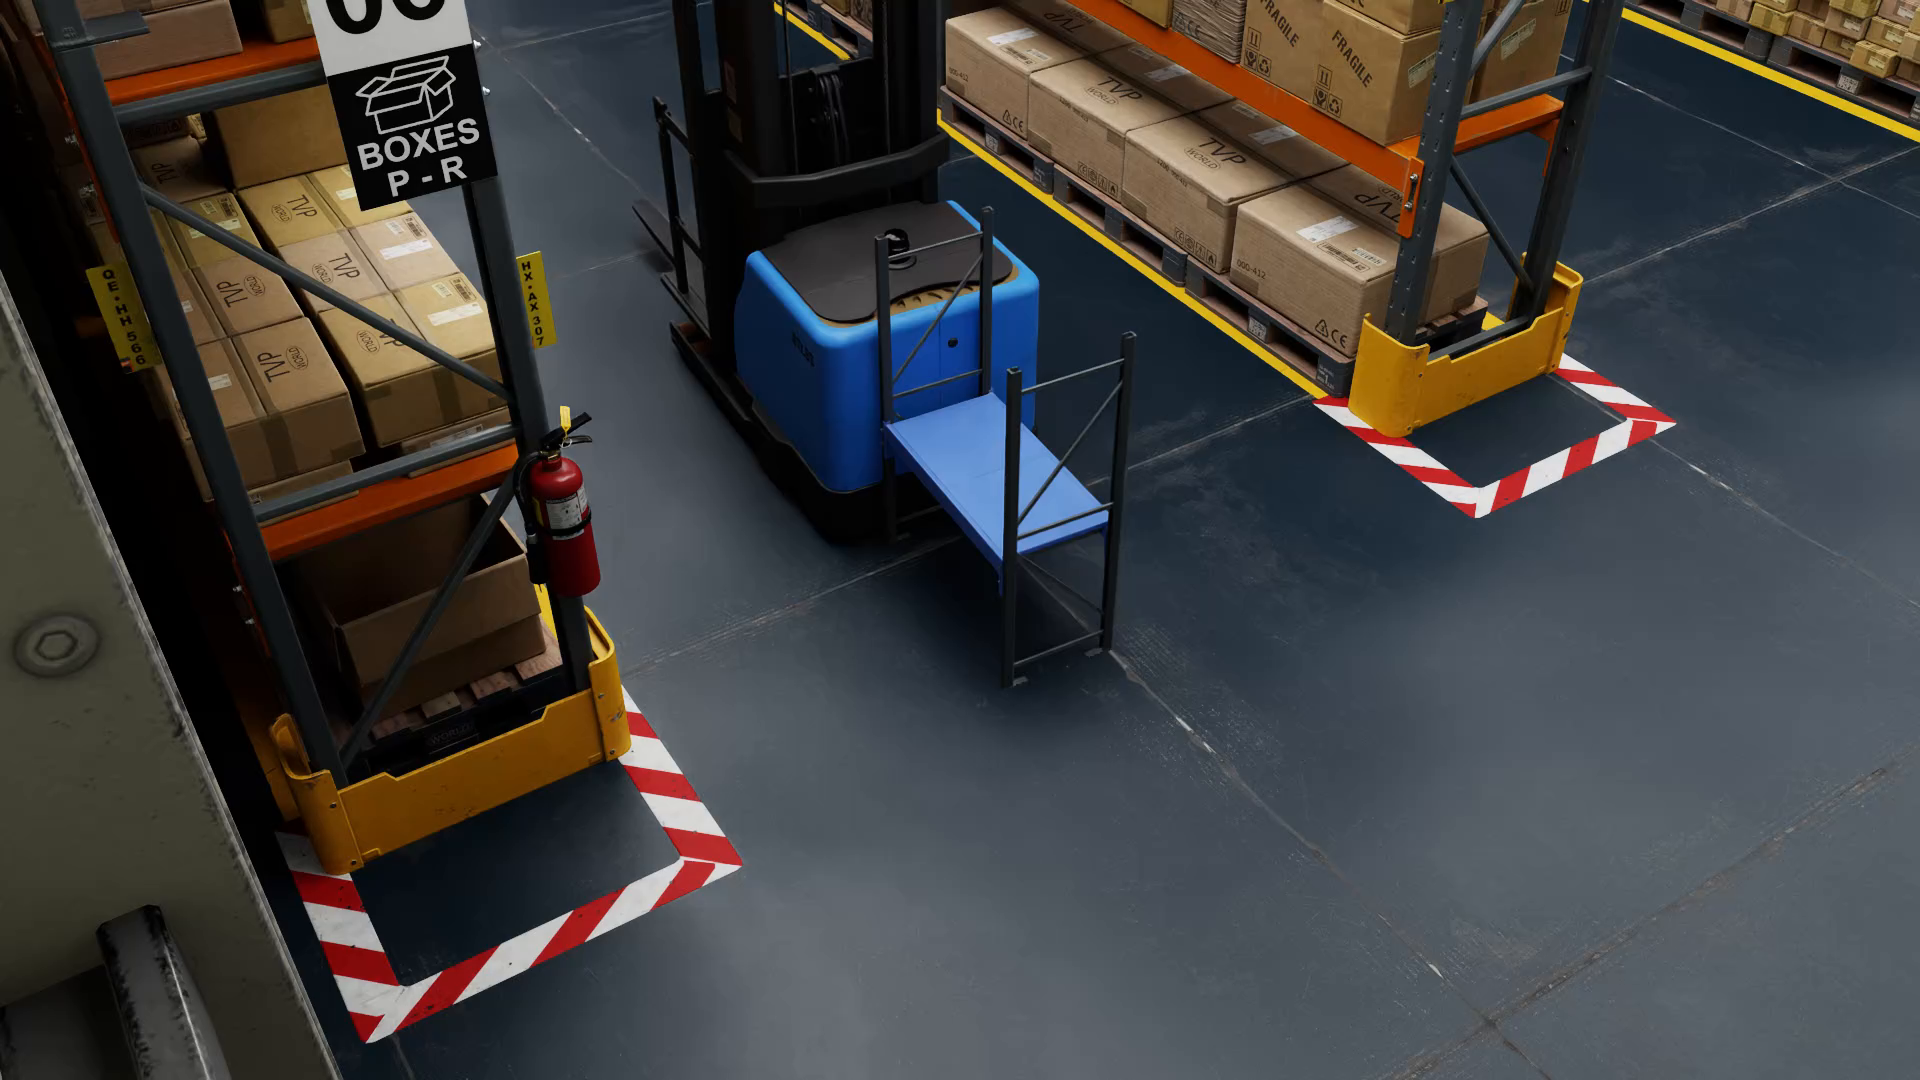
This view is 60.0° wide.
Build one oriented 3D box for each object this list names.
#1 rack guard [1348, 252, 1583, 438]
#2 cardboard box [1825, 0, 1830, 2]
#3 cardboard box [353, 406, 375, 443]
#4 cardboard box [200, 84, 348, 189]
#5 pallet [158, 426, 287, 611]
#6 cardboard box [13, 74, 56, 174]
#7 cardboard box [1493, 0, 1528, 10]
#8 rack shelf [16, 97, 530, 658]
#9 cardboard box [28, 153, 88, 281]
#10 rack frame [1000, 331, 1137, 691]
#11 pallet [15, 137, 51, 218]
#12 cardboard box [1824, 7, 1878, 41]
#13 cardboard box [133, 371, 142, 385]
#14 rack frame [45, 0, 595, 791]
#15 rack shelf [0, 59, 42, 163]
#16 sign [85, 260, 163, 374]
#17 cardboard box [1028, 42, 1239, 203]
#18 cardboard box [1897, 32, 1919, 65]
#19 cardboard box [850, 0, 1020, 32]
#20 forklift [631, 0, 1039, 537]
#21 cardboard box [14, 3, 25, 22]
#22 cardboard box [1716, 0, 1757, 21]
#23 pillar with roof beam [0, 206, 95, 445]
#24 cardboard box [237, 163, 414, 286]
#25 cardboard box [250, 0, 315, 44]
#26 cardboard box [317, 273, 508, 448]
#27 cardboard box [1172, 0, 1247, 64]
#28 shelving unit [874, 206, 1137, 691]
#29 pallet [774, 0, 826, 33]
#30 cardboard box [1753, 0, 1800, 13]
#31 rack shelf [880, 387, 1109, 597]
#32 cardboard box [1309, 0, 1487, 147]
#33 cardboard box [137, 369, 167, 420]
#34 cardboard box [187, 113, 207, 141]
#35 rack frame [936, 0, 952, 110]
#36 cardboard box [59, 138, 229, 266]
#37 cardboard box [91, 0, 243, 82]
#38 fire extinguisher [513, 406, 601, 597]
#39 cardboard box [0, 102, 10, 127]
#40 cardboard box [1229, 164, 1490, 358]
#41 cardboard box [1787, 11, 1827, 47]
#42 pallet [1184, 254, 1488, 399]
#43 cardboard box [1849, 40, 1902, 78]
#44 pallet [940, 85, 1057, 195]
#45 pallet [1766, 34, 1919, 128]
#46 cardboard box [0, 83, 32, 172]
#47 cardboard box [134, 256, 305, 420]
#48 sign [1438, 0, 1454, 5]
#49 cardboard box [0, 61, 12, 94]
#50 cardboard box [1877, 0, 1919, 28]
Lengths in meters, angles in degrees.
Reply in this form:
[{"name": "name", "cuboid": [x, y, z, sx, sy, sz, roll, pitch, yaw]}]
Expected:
[{"name": "rack guard", "cuboid": [2.429, -0.948, 7.997, 1.175, 0.500, 0.348, -22, 45, -24]}, {"name": "cardboard box", "cuboid": [5.618, -3.586, 10.645, 0.380, 0.149, 0.250, -24, 45, -26]}, {"name": "cardboard box", "cuboid": [-1.888, -0.508, 5.712, 0.380, 0.149, 0.250, -21, 44, -23]}, {"name": "cardboard box", "cuboid": [-2.591, -1.703, 6.249, 0.500, 0.500, 0.500, -21, 44, -23]}, {"name": "pallet", "cuboid": [-2.889, -0.268, 7.407, 1.003, 0.211, 1.213, -22, 45, -24]}, {"name": "cardboard box", "cuboid": [-3.604, -1.798, 6.949, 0.500, 0.250, 0.500, -23, 45, -25]}, {"name": "cardboard box", "cuboid": [2.398, -2.701, 7.289, 0.500, 0.500, 0.500, -23, 45, -25]}, {"name": "rack shelf", "cuboid": [-2.842, -1.014, 6.686, 1.077, 0.370, 4.000, -22, 45, -24]}, {"name": "cardboard box", "cuboid": [-4.431, -1.734, 8.613, 0.500, 0.500, 0.500, -22, 45, -25]}, {"name": "rack frame", "cuboid": [0.385, -0.065, 6.156, 0.500, 1.500, 0.032, -19, 43, -21]}, {"name": "pallet", "cuboid": [-5.047, -2.384, 9.946, 1.003, 0.211, 1.213, -22, 45, -24]}, {"name": "cardboard box", "cuboid": [5.730, -3.327, 10.566, 0.380, 0.149, 0.250, -24, 45, -26]}, {"name": "cardboard box", "cuboid": [-3.762, -1.060, 7.952, 0.500, 0.311, 0.500, -21, 44, -23]}, {"name": "rack frame", "cuboid": [-1.767, -0.211, 5.160, 1.000, 3.000, 0.127, -22, 45, -24]}, {"name": "rack shelf", "cuboid": [-4.993, -3.173, 9.277, 1.077, 0.370, 4.000, -22, 45, -24]}, {"name": "sign", "cuboid": [-2.246, -0.597, 4.472, 0.100, 0.325, 0.005, -22, 45, -24]}, {"name": "cardboard box", "cuboid": [0.994, -2.399, 9.459, 0.875, 0.438, 0.875, -24, 45, -26]}, {"name": "cardboard box", "cuboid": [6.011, -3.047, 10.230, 0.380, 0.149, 0.250, -23, 45, -25]}, {"name": "cardboard box", "cuboid": [-0.136, -3.733, 10.718, 0.875, 0.875, 0.875, -21, 44, -23]}, {"name": "forklift", "cuboid": [-0.794, -2.071, 7.446, 1.130, 2.935, 3.031, -19, 43, -21]}, {"name": "cardboard box", "cuboid": [-2.485, -1.611, 4.693, 0.380, 0.149, 0.250, -21, 44, -23]}, {"name": "cardboard box", "cuboid": [5.320, -3.634, 11.167, 0.380, 0.149, 0.250, -21, 44, -24]}, {"name": "pillar with roof beam", "cuboid": [-0.674, -5.470, 6.785, 9.100, 9.000, 0.400, -22, 45, -24]}, {"name": "cardboard box", "cuboid": [-2.330, -1.150, 6.171, 0.500, 0.250, 0.500, -23, 45, -25]}, {"name": "cardboard box", "cuboid": [-1.742, -1.519, 4.583, 0.380, 0.149, 0.250, -21, 44, -24]}, {"name": "cardboard box", "cuboid": [-1.784, -0.605, 5.518, 0.500, 0.250, 0.500, -22, 45, -24]}, {"name": "cardboard box", "cuboid": [1.392, -2.680, 8.044, 0.500, 0.500, 0.500, -21, 44, -23]}, {"name": "shelving unit", "cuboid": [0.144, -0.352, 6.500, 0.538, 1.500, 1.048, -19, 43, -21]}, {"name": "pallet", "cuboid": [-0.873, -4.059, 11.956, 1.003, 0.211, 1.213, -22, 45, -24]}, {"name": "cardboard box", "cuboid": [5.441, -3.602, 10.896, 0.380, 0.149, 0.250, -22, 44, -24]}, {"name": "rack shelf", "cuboid": [0.144, -0.213, 6.615, 0.538, 0.185, 1.000, -19, 43, -21]}, {"name": "cardboard box", "cuboid": [1.934, -2.129, 7.384, 0.500, 0.500, 0.500, -22, 45, -24]}, {"name": "cardboard box", "cuboid": [-2.656, -0.595, 5.817, 0.380, 0.149, 0.250, -22, 45, -24]}, {"name": "cardboard box", "cuboid": [-2.899, -1.697, 6.828, 0.500, 0.250, 0.500, -23, 45, -25]}, {"name": "rack frame", "cuboid": [0.265, -4.081, 9.804, 1.000, 3.000, 0.127, -22, 45, -24]}, {"name": "cardboard box", "cuboid": [-3.058, -1.254, 6.297, 0.500, 0.250, 0.500, -22, 45, -24]}, {"name": "cardboard box", "cuboid": [-2.134, -1.360, 4.392, 0.380, 0.149, 0.250, -21, 44, -23]}, {"name": "fire extinguisher", "cuboid": [-1.298, -0.118, 5.400, 0.296, 0.674, 0.183, -22, 45, -24]}, {"name": "cardboard box", "cuboid": [-5.547, -2.849, 9.951, 0.500, 0.500, 0.500, -20, 44, -22]}, {"name": "cardboard box", "cuboid": [1.977, -1.420, 8.285, 0.875, 0.438, 0.875, -24, 45, -26]}, {"name": "cardboard box", "cuboid": [5.640, -3.363, 10.842, 0.380, 0.149, 0.250, -22, 44, -24]}, {"name": "pallet", "cuboid": [1.920, -1.255, 8.591, 1.003, 0.211, 1.213, -22, 45, -24]}, {"name": "cardboard box", "cuboid": [5.853, -3.062, 10.481, 0.380, 0.149, 0.250, -21, 44, -23]}, {"name": "pallet", "cuboid": [0.608, -2.572, 10.172, 1.003, 0.211, 1.213, -22, 45, -24]}, {"name": "pallet", "cuboid": [6.087, -3.100, 10.806, 1.003, 0.211, 1.213, -22, 45, -24]}, {"name": "cardboard box", "cuboid": [-4.974, -2.292, 9.281, 0.500, 0.500, 0.500, -24, 46, -26]}, {"name": "cardboard box", "cuboid": [-2.514, -0.703, 5.636, 0.500, 0.250, 0.500, -22, 45, -24]}, {"name": "sign", "cuboid": [1.951, -2.278, 6.551, 0.100, 0.325, 0.005, -22, 45, -24]}, {"name": "cardboard box", "cuboid": [-5.091, -2.604, 9.149, 0.380, 0.149, 0.250, -22, 44, -24]}, {"name": "cardboard box", "cuboid": [5.950, -3.329, 10.336, 0.380, 0.149, 0.250, -21, 44, -24]}]
